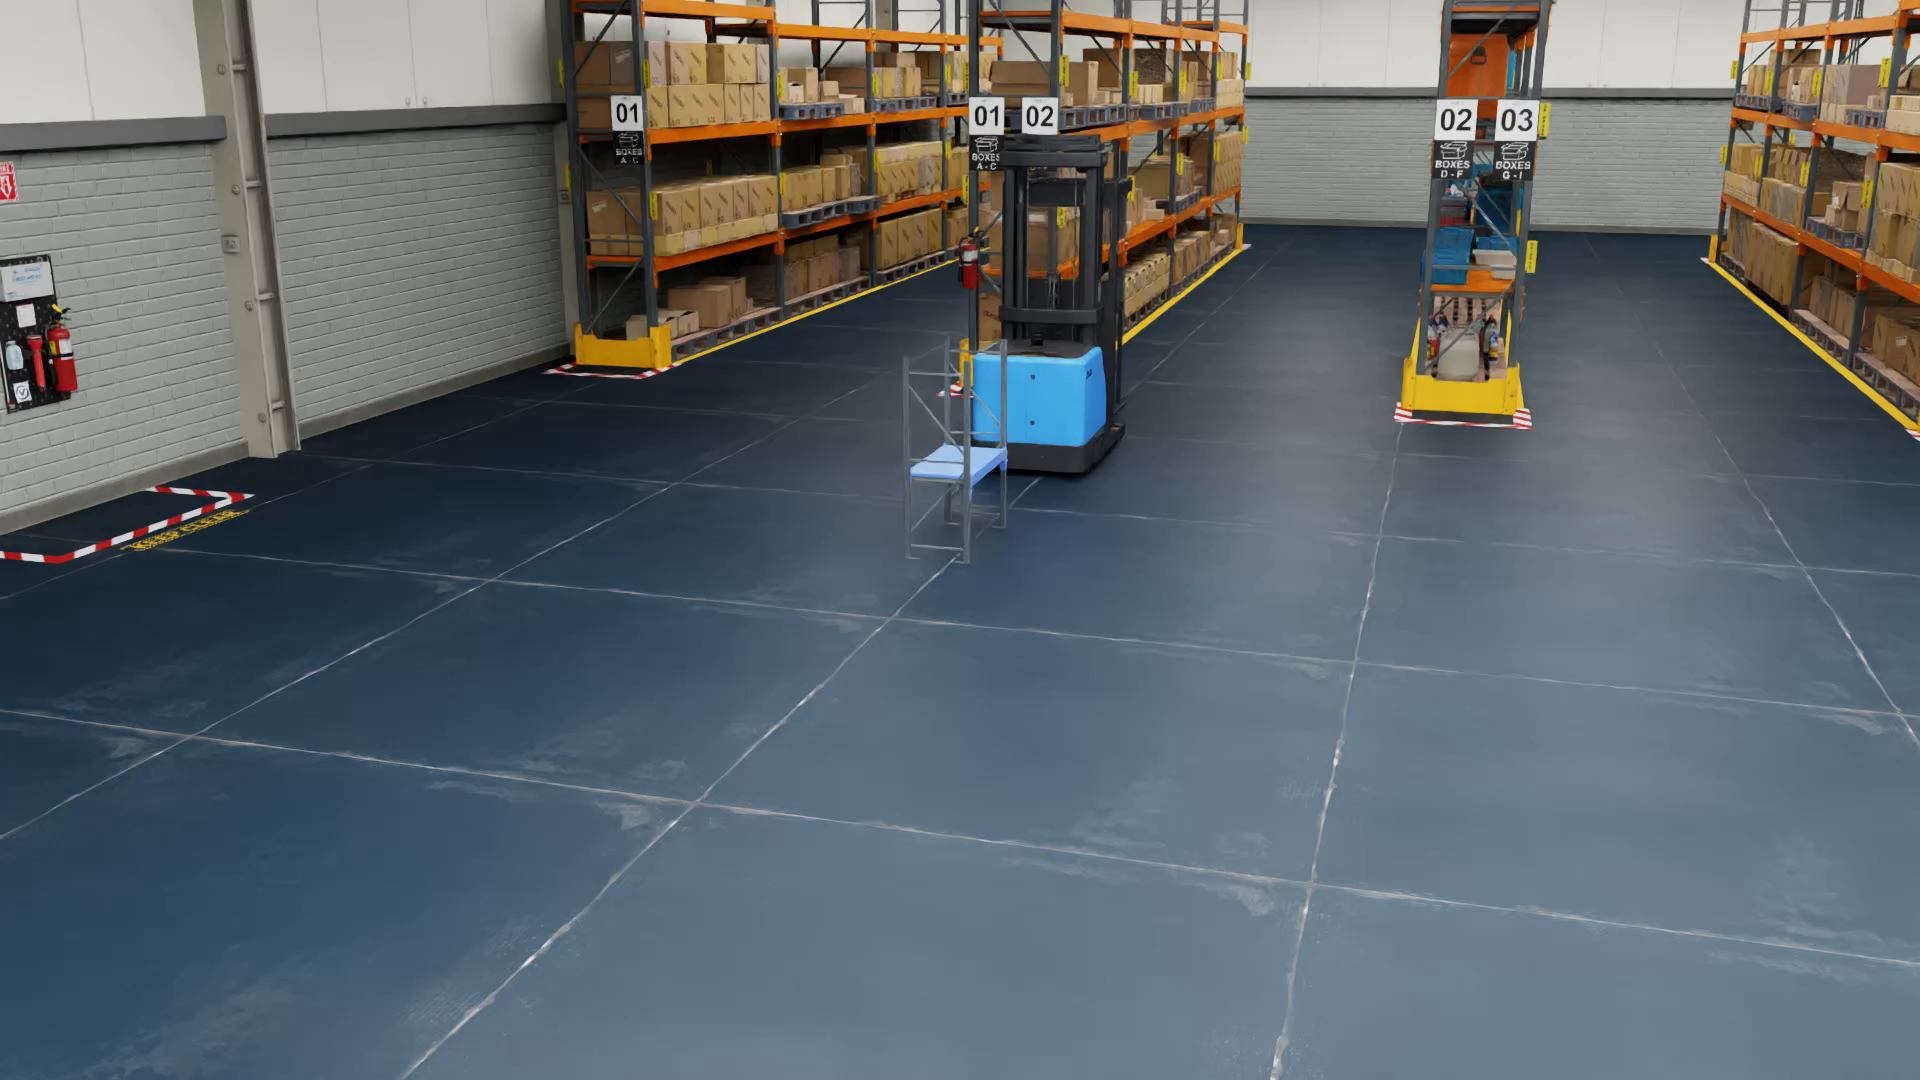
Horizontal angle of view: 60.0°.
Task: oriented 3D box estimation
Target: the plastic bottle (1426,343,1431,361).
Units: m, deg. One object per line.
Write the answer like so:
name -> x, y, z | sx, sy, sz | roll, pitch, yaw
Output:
plastic bottle -> 5.443, -2.200, 19.411 | 0.097, 0.201, 0.097 | 0, 16, 0

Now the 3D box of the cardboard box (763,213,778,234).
cardboard box -> -2.864, -4.425, 23.171 | 0.500, 0.250, 0.500 | 5, 16, 16

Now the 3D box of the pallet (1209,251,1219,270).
pallet -> 4.200, -5.183, 30.715 | 1.003, 0.211, 1.213 | 5, 16, 16

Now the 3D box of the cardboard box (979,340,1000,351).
cardboard box -> 0.462, -2.248, 19.526 | 0.500, 0.250, 0.500 | 5, 16, 16

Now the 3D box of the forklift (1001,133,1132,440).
forklift -> 1.000, -2.362, 15.787 | 1.121, 2.935, 3.031 | 4, 16, 15

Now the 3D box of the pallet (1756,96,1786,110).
pallet -> 13.743, -7.189, 27.344 | 1.003, 0.211, 1.213 | 5, 16, 16

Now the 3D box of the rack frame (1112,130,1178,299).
rack frame -> 2.867, -5.298, 26.012 | 1.000, 3.000, 0.127 | 5, 16, 16

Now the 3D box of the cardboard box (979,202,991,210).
cardboard box -> 0.425, -6.847, 34.096 | 0.380, 0.149, 0.250 | 4, 16, 15

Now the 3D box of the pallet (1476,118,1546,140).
pallet -> 5.670, -4.381, 17.628 | 1.003, 0.211, 1.213 | 5, 16, 16

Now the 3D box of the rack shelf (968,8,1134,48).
rack shelf -> 1.162, -6.076, 19.812 | 1.077, 0.370, 4.000 | 5, 16, 16

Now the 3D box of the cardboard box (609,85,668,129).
cardboard box -> -3.822, -5.157, 19.798 | 0.500, 0.500, 0.500 | 5, 17, 17

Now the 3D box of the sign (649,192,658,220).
sign -> -3.637, -3.963, 19.717 | 0.100, 0.325, 0.005 | 5, 16, 16

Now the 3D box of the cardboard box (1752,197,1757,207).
cardboard box -> 13.273, -5.560, 27.395 | 0.380, 0.149, 0.250 | 5, 17, 16

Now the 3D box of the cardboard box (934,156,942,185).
cardboard box -> -0.637, -6.788, 30.501 | 0.500, 0.500, 0.500 | 4, 16, 15

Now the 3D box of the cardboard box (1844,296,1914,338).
cardboard box -> 11.576, -2.774, 20.887 | 0.700, 0.500, 0.500 | 5, 16, 16

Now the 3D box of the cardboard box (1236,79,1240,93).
cardboard box -> 5.097, -8.718, 31.929 | 0.500, 0.250, 0.500 | 5, 16, 16

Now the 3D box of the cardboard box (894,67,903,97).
cardboard box -> -1.402, -7.932, 28.812 | 0.700, 0.500, 0.500 | 5, 16, 16

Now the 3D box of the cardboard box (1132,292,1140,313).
cardboard box -> 2.229, -3.351, 23.416 | 0.500, 0.250, 0.500 | 5, 17, 17

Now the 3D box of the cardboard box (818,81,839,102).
cardboard box -> -2.341, -6.852, 25.766 | 0.797, 0.503, 0.637 | 7, 17, 24

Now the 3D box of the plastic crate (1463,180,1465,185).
plastic crate -> 9.043, -6.492, 30.419 | 0.416, 0.233, 0.300 | 5, 16, 16

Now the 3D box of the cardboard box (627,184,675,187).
cardboard box -> 10.083, -5.307, 24.195 | 26.022, 0.889, 13.577 | 4, 16, 14

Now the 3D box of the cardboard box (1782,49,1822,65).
cardboard box -> 13.774, -7.923, 27.259 | 0.500, 0.250, 0.500 | 4, 16, 12

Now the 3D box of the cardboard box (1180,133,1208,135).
cardboard box -> 4.473, -7.557, 31.959 | 0.500, 0.500, 0.500 | 5, 17, 17

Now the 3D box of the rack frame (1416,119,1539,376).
rack frame -> 5.341, -2.820, 17.275 | 1.000, 3.000, 0.127 | 5, 16, 16

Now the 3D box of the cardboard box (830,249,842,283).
cardboard box -> -2.296, -4.372, 26.522 | 0.700, 0.500, 0.500 | 5, 16, 16

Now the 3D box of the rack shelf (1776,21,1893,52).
rack shelf -> 12.932, -7.400, 24.479 | 1.077, 0.370, 4.000 | 5, 16, 16

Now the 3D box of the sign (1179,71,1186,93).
sign -> 3.397, -6.983, 25.362 | 0.100, 0.325, 0.005 | 5, 16, 16

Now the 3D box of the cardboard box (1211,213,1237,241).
cardboard box -> 5.222, -6.239, 33.103 | 0.500, 0.500, 0.500 | 5, 16, 16

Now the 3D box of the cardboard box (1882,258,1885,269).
cardboard box -> 10.687, -3.131, 18.830 | 0.380, 0.149, 0.250 | 5, 16, 16

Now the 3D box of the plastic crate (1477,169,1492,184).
plastic crate -> 9.246, -6.233, 29.082 | 0.402, 0.464, 0.583 | 5, 16, 16

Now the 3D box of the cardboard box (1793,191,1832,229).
cardboard box -> 12.266, -4.725, 23.809 | 0.500, 0.500, 0.500 | 5, 17, 18

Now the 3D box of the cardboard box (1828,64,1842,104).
cardboard box -> 11.836, -6.025, 21.979 | 0.500, 0.500, 0.500 | 5, 17, 16

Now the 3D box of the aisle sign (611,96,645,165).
aisle sign -> -3.890, -4.797, 19.481 | 0.394, 0.787, 0.004 | 5, 16, 16

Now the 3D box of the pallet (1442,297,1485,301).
pallet -> 7.799, -3.781, 25.773 | 1.003, 0.211, 1.213 | 5, 16, 16

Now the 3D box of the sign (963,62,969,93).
sign -> 0.077, -5.082, 18.275 | 0.100, 0.325, 0.005 | 5, 16, 16

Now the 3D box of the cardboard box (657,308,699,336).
cardboard box -> -3.712, -2.830, 21.430 | 0.500, 0.311, 0.500 | 6, 17, 20

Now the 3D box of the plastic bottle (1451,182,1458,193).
plastic bottle -> 8.329, -5.858, 28.077 | 0.144, 0.351, 0.185 | 5, 16, 16

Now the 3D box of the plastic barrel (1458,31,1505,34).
plastic barrel -> 6.093, -5.501, 19.541 | 0.600, 0.901, 0.708 | 5, 16, 16

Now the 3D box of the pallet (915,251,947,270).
pallet -> -0.894, -5.179, 30.700 | 1.003, 0.211, 1.213 | 5, 16, 16

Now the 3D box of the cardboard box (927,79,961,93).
cardboard box -> -0.298, -8.509, 31.158 | 0.500, 0.250, 0.500 | 5, 16, 16

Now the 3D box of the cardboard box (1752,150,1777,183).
cardboard box -> 13.375, -6.148, 27.364 | 0.500, 0.500, 0.500 | 5, 17, 17

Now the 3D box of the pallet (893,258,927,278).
pallet -> -1.239, -4.858, 29.572 | 1.003, 0.211, 1.213 | 5, 16, 16

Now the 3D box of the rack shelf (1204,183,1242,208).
rack shelf -> 4.572, -6.522, 31.644 | 1.077, 0.370, 4.000 | 5, 16, 16

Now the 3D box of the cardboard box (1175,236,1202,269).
cardboard box -> 3.847, -4.943, 28.533 | 0.500, 0.500, 0.500 | 5, 17, 17

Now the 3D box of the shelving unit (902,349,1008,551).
shelving unit -> -0.024, -0.699, 12.546 | 0.538, 1.308, 1.030 | 5, 16, 16

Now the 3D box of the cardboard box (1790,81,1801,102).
cardboard box -> 13.102, -6.898, 25.548 | 0.500, 0.311, 0.500 | 4, 16, 14

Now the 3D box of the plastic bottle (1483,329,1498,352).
plastic bottle -> 6.375, -2.400, 19.980 | 0.152, 0.276, 0.135 | 5, 17, 17

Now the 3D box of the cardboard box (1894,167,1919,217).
cardboard box -> 10.572, -3.795, 18.152 | 0.500, 0.500, 0.500 | 5, 16, 16

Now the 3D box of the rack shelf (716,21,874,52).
rack shelf -> -2.452, -7.506, 24.852 | 1.077, 0.370, 4.000 | 5, 16, 16

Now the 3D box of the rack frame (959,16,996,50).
rack frame -> 0.393, -10.660, 33.922 | 0.949, 2.616, 0.053 | 5, 16, 16

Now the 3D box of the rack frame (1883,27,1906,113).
rack frame -> 11.227, -6.369, 18.792 | 1.000, 3.000, 0.127 | 5, 16, 16

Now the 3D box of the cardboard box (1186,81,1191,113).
cardboard box -> 3.251, -7.176, 26.951 | 0.910, 0.500, 0.500 | 5, 16, 16

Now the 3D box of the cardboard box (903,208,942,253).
cardboard box -> -0.807, -5.716, 30.653 | 0.750, 0.750, 0.750 | 5, 17, 17

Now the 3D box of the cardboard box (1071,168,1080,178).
cardboard box -> 1.040, -4.282, 19.870 | 0.700, 0.500, 0.500 | 5, 16, 16
